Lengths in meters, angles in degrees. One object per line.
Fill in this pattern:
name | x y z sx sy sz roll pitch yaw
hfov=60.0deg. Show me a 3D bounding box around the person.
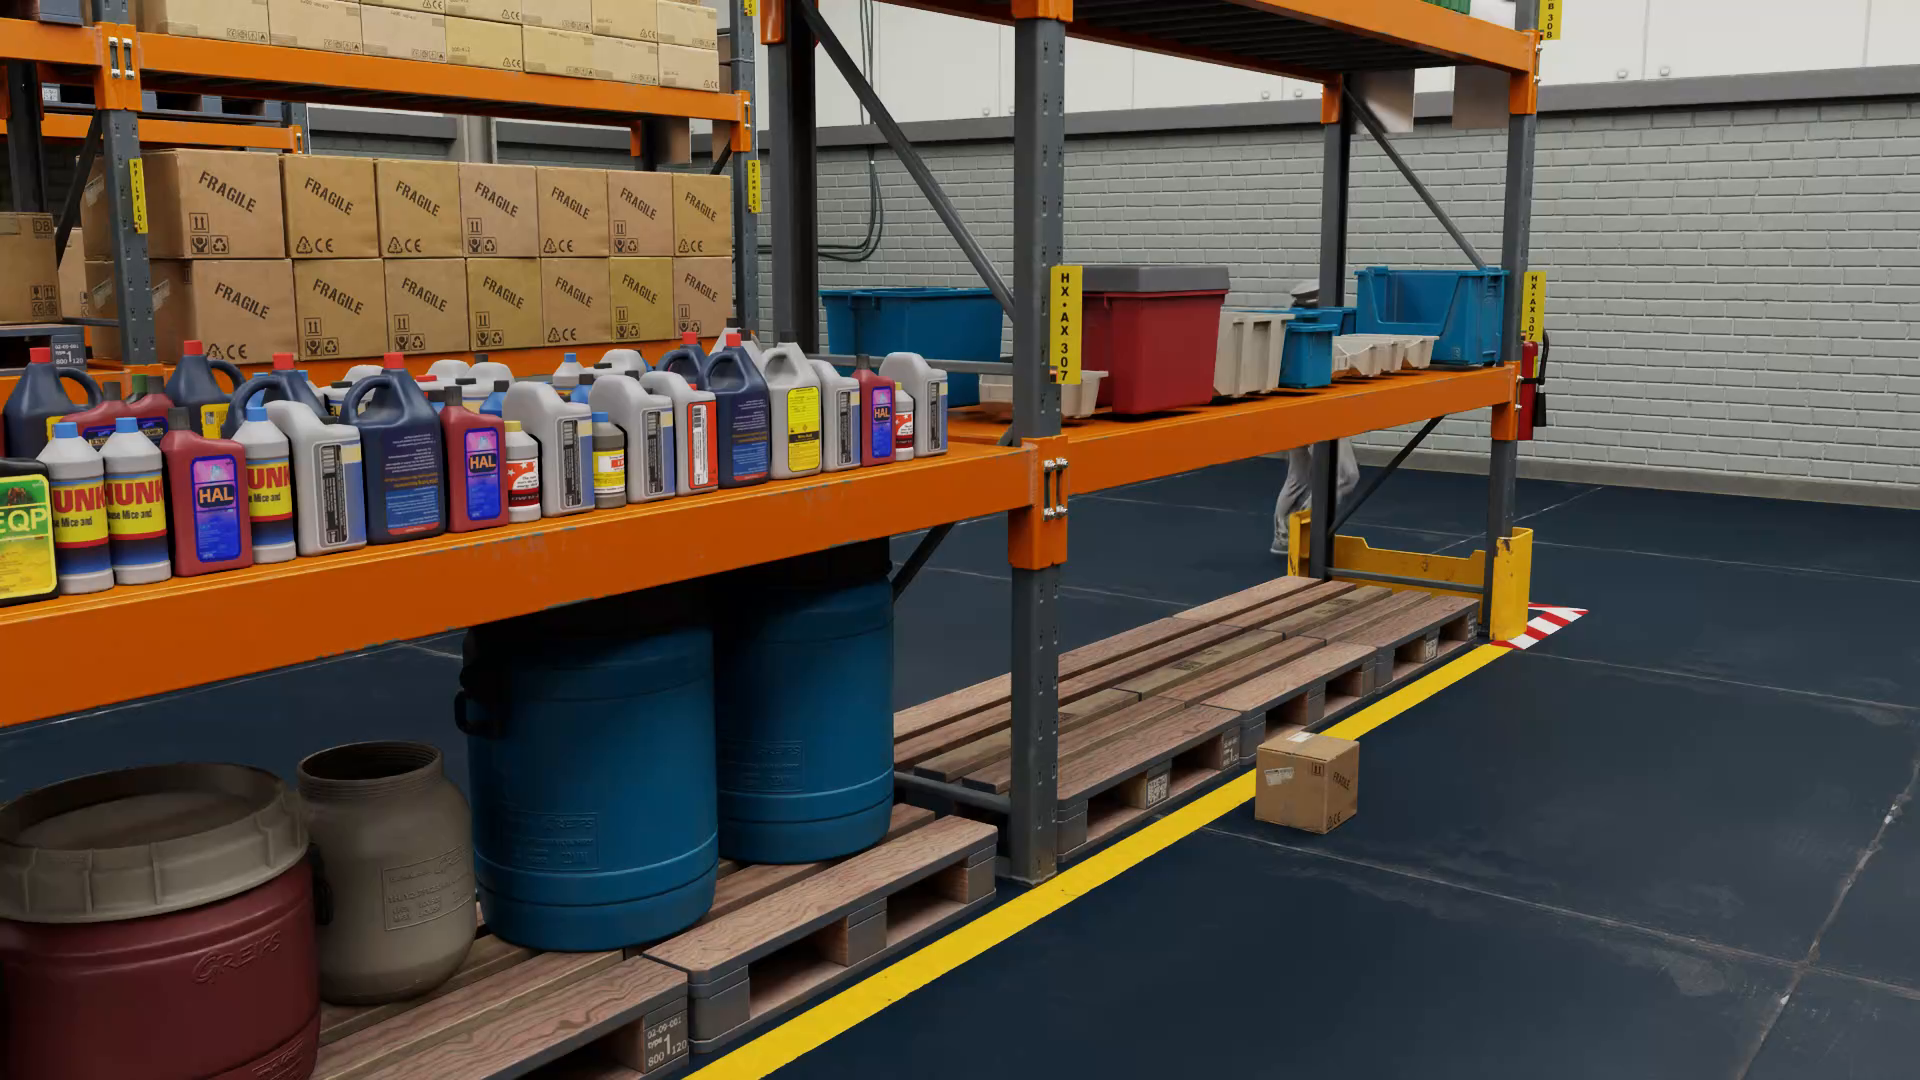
person | 2.100 -0.697 9.736 0.454 1.662 0.581 0 10 1
